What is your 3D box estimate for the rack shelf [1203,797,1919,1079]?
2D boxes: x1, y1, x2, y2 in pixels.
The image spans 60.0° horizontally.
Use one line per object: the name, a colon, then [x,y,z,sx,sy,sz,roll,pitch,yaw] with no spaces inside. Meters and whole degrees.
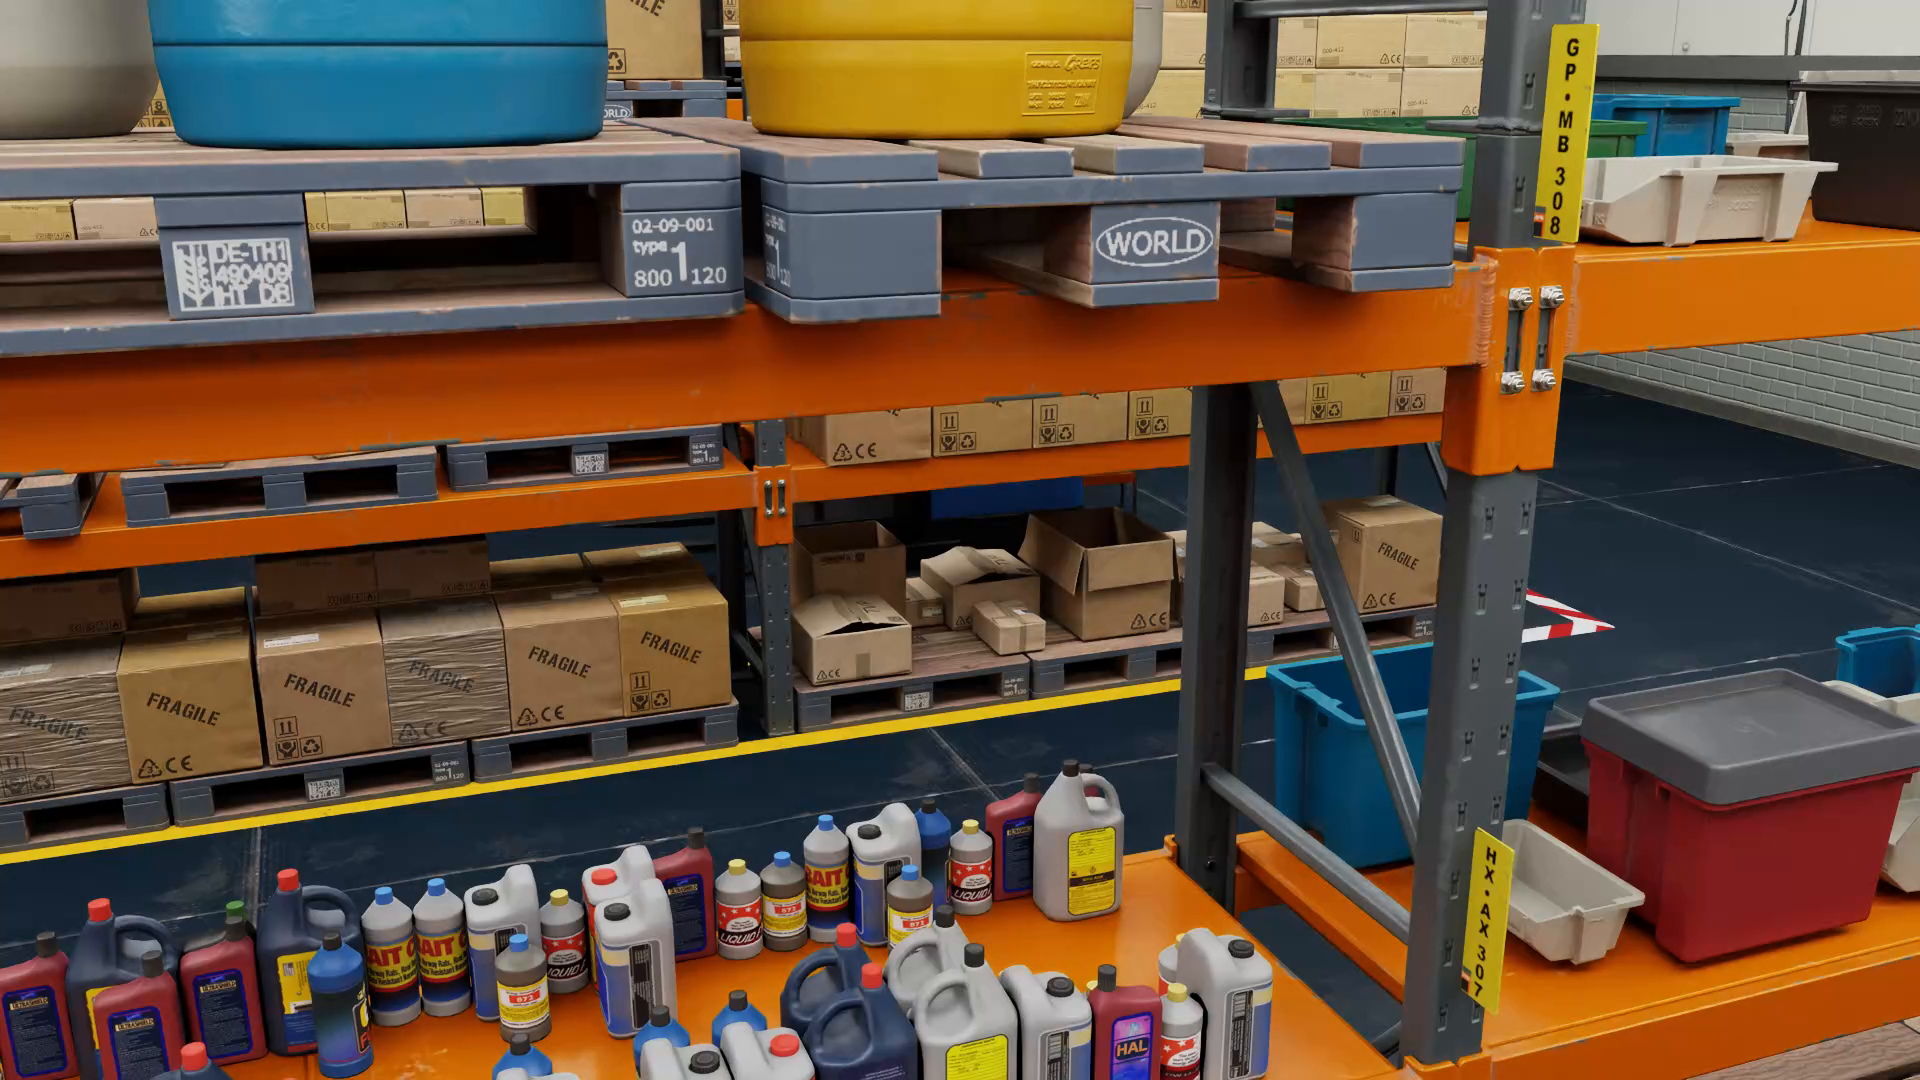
rack shelf: [2.612,0.812,4.286,4.000,0.370,1.077,-6,17,-20]

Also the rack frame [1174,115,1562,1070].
rack frame: [0.744,0.668,3.498,0.127,3.000,1.000,-6,17,-20]

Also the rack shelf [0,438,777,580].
rack shelf: [-2.892,-0.088,7.352,4.000,0.370,1.077,-6,17,-20]

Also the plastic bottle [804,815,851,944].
plastic bottle: [-0.284,0.718,3.558,0.097,0.271,0.097,0,16,0]

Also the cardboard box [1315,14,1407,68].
cardboard box: [1.855,-2.476,8.262,0.500,0.250,0.500,-6,17,-20]

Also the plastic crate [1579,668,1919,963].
plastic crate: [1.668,0.585,3.563,0.583,0.464,0.402,-6,17,-20]

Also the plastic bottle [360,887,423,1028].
plastic bottle: [-1.115,0.808,3.253,0.097,0.271,0.097,0,16,0]

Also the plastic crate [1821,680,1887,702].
plastic crate: [2.263,0.511,4.394,0.466,0.136,0.293,-6,17,-20]

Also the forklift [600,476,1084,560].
forklift: [-0.767,-1.337,10.449,3.031,2.935,1.130,-5,17,-17]

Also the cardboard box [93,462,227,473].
cardboard box: [-3.290,-0.617,6.951,0.500,0.500,0.700,-3,17,-10]

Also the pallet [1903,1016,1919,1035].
pallet: [3.695,1.676,5.016,1.213,0.211,1.003,-6,17,-20]

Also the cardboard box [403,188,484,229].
cardboard box: [-3.626,-2.335,11.654,0.500,0.250,0.500,-6,17,-19]

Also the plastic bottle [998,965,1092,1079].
plastic bottle: [0.151,0.890,2.966,0.135,0.276,0.152,-6,17,-20]

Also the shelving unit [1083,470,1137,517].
shelving unit: [0.923,-0.659,11.212,0.503,1.200,0.258,-5,17,-17]

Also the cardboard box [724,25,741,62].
cardboard box: [-1.580,-3.603,12.063,0.500,0.250,0.500,-7,18,-21]

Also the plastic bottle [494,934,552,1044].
plastic bottle: [-0.844,0.858,3.206,0.097,0.201,0.097,0,16,0]

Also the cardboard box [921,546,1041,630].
cardboard box: [0.106,0.236,8.962,0.500,0.311,0.500,-6,17,-20]

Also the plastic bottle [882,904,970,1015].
plastic bottle: [-0.049,0.833,3.026,0.185,0.351,0.144,-6,17,-20]

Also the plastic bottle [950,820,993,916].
plastic bottle: [0.023,0.718,3.681,0.097,0.201,0.097,0,16,0]

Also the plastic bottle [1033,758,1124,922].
plastic bottle: [0.262,0.646,3.661,0.185,0.351,0.144,-6,17,-20]

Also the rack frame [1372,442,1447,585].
rack frame: [2.710,-1.039,9.311,0.127,3.000,1.000,-6,17,-20]

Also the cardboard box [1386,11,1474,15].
cardboard box: [2.236,-2.949,8.542,0.500,0.500,0.700,-6,17,-20]

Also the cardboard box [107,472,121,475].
cardboard box: [-5.802,-0.745,11.380,0.750,0.750,0.750,-6,18,-21]

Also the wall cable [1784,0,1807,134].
wall cable: [6.344,-4.206,14.962,0.112,2.526,3.097,-6,17,-20]

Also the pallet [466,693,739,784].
pallet: [-1.771,0.795,8.017,1.213,0.211,1.003,-6,17,-20]

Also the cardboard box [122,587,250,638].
cardboard box: [-3.487,0.548,7.563,0.500,0.500,0.500,-7,18,-22]

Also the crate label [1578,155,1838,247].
crate label: [1.304,-0.618,3.022,0.466,0.136,0.293,-6,17,-20]

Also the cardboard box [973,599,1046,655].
cardboard box: [0.249,0.438,8.531,0.250,0.166,0.380,-6,17,-20]

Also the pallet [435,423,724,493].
pallet: [-1.810,-0.491,7.788,1.213,0.211,1.003,-6,17,-20]

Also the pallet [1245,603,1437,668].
pallet: [1.895,0.388,9.403,1.213,0.211,1.003,-6,17,-20]

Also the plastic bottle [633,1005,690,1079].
plastic bottle: [-0.508,0.925,2.852,0.097,0.271,0.097,0,16,0]

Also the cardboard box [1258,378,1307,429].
cardboard box: [1.439,-0.868,8.552,0.500,0.500,0.500,-6,17,-20]

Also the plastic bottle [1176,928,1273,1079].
plastic bottle: [0.492,0.853,3.091,0.135,0.276,0.152,-6,17,-20]

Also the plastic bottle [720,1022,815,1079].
plastic bottle: [-0.320,0.940,2.792,0.135,0.276,0.152,-6,17,-20]

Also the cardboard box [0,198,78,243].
cardboard box: [-5.993,-2.076,10.772,0.500,0.250,0.500,-6,17,-19]

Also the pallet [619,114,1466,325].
pallet: [0.047,-0.575,2.746,1.003,0.211,1.213,-6,17,-20]

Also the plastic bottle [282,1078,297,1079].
plastic bottle: [-1.026,0.982,2.518,0.185,0.351,0.144,-6,17,-20]

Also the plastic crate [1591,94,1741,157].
plastic crate: [1.480,-0.866,3.698,0.300,0.233,0.416,-6,17,-20]

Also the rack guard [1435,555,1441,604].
rack guard: [2.639,0.169,9.637,0.348,0.500,1.175,-6,17,-20]

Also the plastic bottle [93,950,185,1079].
plastic bottle: [-1.474,0.879,2.989,0.133,0.283,0.061,-6,17,-20]

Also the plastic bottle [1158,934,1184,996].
plastic bottle: [0.430,0.858,3.207,0.097,0.201,0.097,0,16,0]

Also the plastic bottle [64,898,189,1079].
plastic bottle: [-1.535,0.822,3.063,0.185,0.351,0.144,-6,17,-20]

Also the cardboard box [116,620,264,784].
cardboard box: [-3.276,0.682,7.107,0.500,0.500,0.500,-6,18,-21]

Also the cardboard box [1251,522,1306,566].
cardboard box: [1.634,0.100,9.532,0.500,0.250,0.500,-6,17,-20]

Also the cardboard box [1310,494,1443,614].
cardboard box: [2.291,0.069,9.194,0.500,0.500,0.500,-6,17,-20]

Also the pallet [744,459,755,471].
pallet: [-2.063,-0.656,12.959,1.213,0.211,1.003,-6,17,-20]

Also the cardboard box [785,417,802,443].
cardboard box: [-0.650,-0.801,8.325,0.500,0.500,0.500,-6,17,-19]

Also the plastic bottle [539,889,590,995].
plastic bottle: [-0.807,0.808,3.376,0.097,0.201,0.097,0,16,0]

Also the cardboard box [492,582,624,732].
cardboard box: [-1.848,0.526,7.639,0.500,0.500,0.500,-6,17,-20]

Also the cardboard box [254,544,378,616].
cardboard box: [-2.966,0.129,7.658,0.500,0.250,0.500,-7,18,-21]

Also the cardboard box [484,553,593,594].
cardboard box: [-2.058,0.394,8.087,0.500,0.500,0.500,-6,17,-19]

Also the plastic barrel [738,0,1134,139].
plastic barrel: [-0.035,-0.917,2.495,0.600,0.588,0.600,0,16,0]

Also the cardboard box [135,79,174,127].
cardboard box: [-3.403,-1.876,6.661,0.500,0.500,0.910,-6,17,-20]

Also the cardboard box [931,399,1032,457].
cardboard box: [0.026,-0.715,8.033,0.500,0.500,0.500,-6,17,-19]

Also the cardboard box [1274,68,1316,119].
cardboard box: [1.392,-2.183,8.152,0.500,0.250,0.500,-6,17,-20]
